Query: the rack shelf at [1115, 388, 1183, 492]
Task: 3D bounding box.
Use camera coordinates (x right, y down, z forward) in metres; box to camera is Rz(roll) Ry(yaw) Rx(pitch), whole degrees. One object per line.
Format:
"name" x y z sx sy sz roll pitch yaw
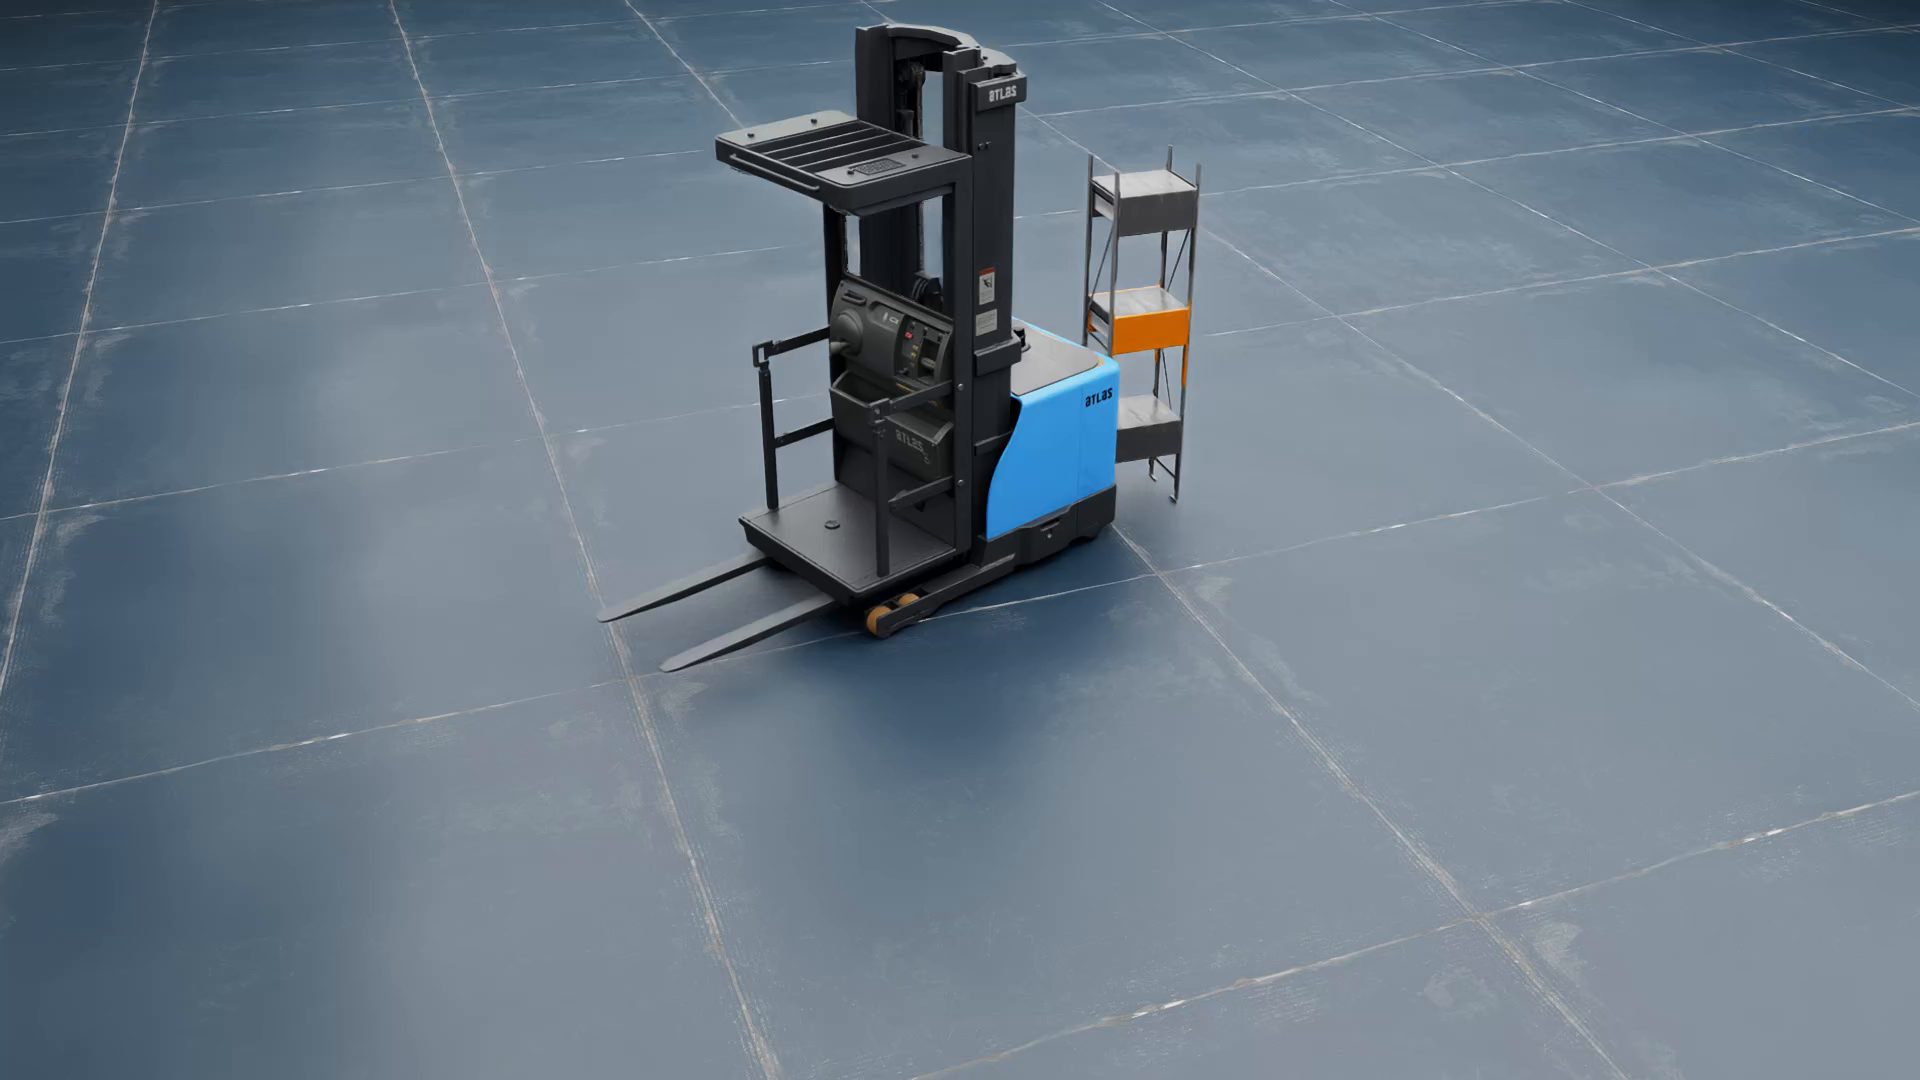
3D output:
"rack shelf" 1.029 -0.574 10.073 0.480 0.518 0.431 -10 31 -17

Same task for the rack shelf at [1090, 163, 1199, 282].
"rack shelf" 1.025 -1.796 9.391 0.480 0.518 0.431 -10 31 -17

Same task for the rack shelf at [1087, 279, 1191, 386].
"rack shelf" 1.027 -1.185 9.732 0.480 0.518 0.431 -10 31 -17

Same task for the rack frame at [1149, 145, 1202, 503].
"rack frame" 1.257 -1.237 9.795 0.015 2.100 0.400 -10 31 -17

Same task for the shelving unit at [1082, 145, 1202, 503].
"shelving unit" 1.027 -1.197 9.725 0.503 2.100 0.431 -10 31 -17

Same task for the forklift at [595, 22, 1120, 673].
"forklift" -0.527 -1.046 8.626 3.031 2.935 1.130 -23 37 -35

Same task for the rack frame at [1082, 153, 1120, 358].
"rack frame" 0.797 -1.157 9.655 0.015 2.100 0.400 -10 31 -17
